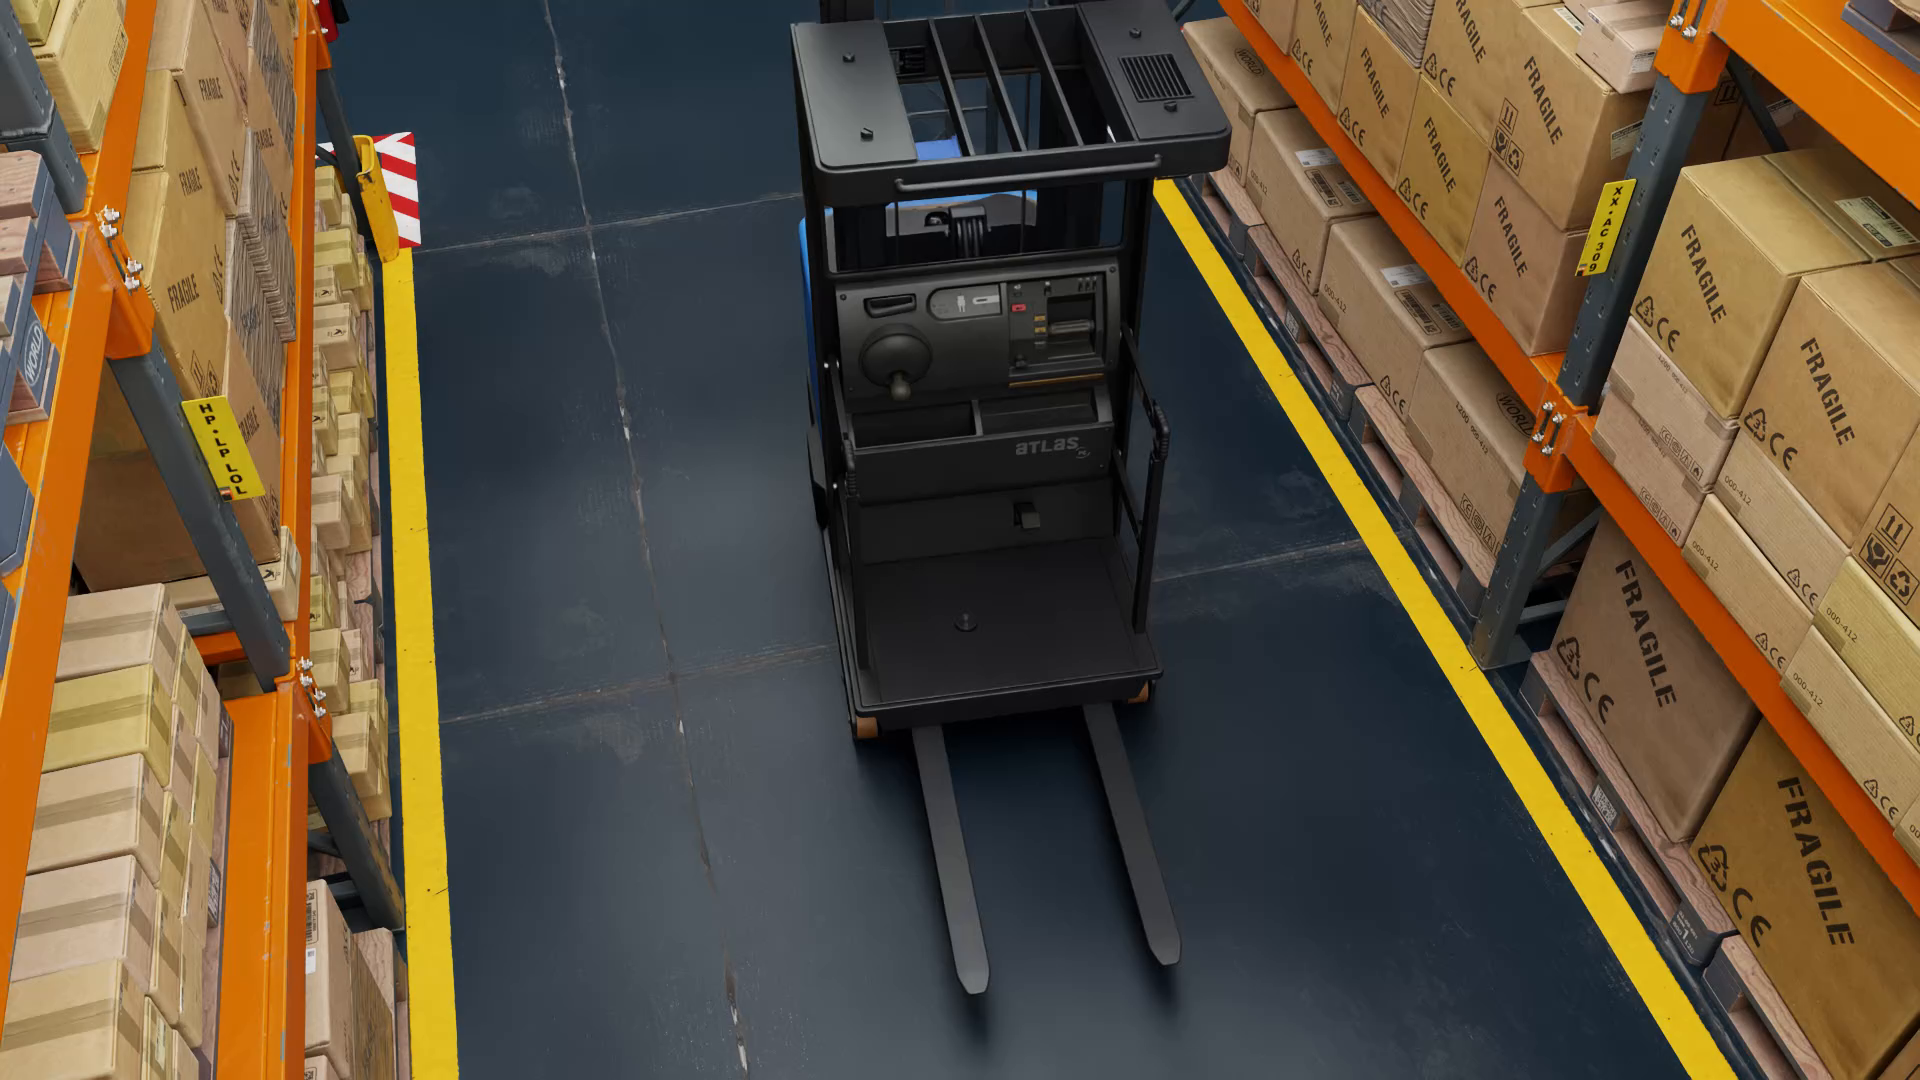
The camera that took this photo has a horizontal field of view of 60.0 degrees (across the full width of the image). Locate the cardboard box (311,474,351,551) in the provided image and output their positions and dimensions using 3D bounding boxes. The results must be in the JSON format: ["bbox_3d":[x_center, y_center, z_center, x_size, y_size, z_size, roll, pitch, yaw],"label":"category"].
[{"bbox_3d":[-2.417,-0.077,6.011,0.380,0.149,0.250,-10,46,-9],"label":"cardboard box"}]

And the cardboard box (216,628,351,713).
[{"bbox_3d":[-2.230,0.455,5.489,0.380,0.149,0.250,-9,46,-8],"label":"cardboard box"}]

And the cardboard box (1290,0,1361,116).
[{"bbox_3d":[1.666,-2.057,6.595,0.500,0.500,0.500,-9,46,-9],"label":"cardboard box"}]

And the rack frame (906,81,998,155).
[{"bbox_3d":[-0.103,-1.196,6.872,0.500,1.500,0.032,-7,46,-7],"label":"rack frame"}]

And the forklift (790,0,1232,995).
[{"bbox_3d":[0.103,-0.587,5.273,1.130,2.935,3.031,-7,46,-7],"label":"forklift"}]

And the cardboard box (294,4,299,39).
[{"bbox_3d":[-2.996,-2.211,6.992,0.380,0.149,0.250,-11,47,-10],"label":"cardboard box"}]

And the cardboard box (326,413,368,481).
[{"bbox_3d":[-2.517,-0.334,6.471,0.380,0.149,0.250,-10,46,-10],"label":"cardboard box"}]

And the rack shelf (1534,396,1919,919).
[{"bbox_3d":[2.943,0.947,4.225,1.077,0.370,4.000,-11,47,-10],"label":"rack shelf"}]

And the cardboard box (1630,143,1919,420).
[{"bbox_3d":[2.266,-0.714,4.579,0.500,0.500,0.500,-10,46,-10],"label":"cardboard box"}]

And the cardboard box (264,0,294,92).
[{"bbox_3d":[-2.862,-1.992,6.323,0.500,0.500,0.500,-11,47,-11],"label":"cardboard box"}]

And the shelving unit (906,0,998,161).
[{"bbox_3d":[-0.187,-1.554,7.223,0.538,1.500,1.048,-7,46,-7],"label":"shelving unit"}]

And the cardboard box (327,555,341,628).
[{"bbox_3d":[-2.427,0.221,5.927,0.380,0.149,0.250,-13,47,-12],"label":"cardboard box"}]

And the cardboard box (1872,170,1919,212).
[{"bbox_3d":[2.788,-0.808,4.671,0.500,0.500,0.500,-9,46,-9],"label":"cardboard box"}]

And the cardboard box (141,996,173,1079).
[{"bbox_3d":[-1.767,1.086,3.259,0.380,0.149,0.250,-13,47,-12],"label":"cardboard box"}]

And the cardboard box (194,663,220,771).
[{"bbox_3d":[-2.035,0.468,4.073,0.380,0.149,0.250,-12,47,-11],"label":"cardboard box"}]

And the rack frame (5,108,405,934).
[{"bbox_3d":[-2.328,0.289,4.366,1.000,3.000,0.127,-11,47,-10],"label":"rack frame"}]

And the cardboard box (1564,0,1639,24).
[{"bbox_3d":[2.082,-1.654,5.046,0.380,0.149,0.250,-10,46,-9],"label":"cardboard box"}]

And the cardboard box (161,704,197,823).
[{"bbox_3d":[-1.967,0.547,3.788,0.380,0.149,0.250,-10,46,-10],"label":"cardboard box"}]

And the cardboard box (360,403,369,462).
[{"bbox_3d":[-2.616,-0.414,6.757,0.380,0.149,0.250,-10,46,-10],"label":"cardboard box"}]

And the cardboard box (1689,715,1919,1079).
[{"bbox_3d":[2.906,0.947,4.915,0.875,0.875,0.875,-9,46,-9],"label":"cardboard box"}]

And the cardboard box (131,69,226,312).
[{"bbox_3d":[-2.356,-0.911,4.564,0.500,0.500,0.500,-12,47,-12],"label":"cardboard box"}]

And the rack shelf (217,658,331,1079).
[{"bbox_3d":[-1.816,1.922,3.270,1.077,0.370,4.000,-11,47,-10],"label":"rack shelf"}]

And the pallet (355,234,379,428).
[{"bbox_3d":[-3.159,-0.876,7.461,1.003,0.211,1.213,-11,47,-10],"label":"pallet"}]

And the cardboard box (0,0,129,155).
[{"bbox_3d":[-2.192,-1.076,3.709,0.500,0.250,0.500,-9,46,-8],"label":"cardboard box"}]

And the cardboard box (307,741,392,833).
[{"bbox_3d":[-2.111,0.830,5.538,0.380,0.149,0.250,-13,47,-12],"label":"cardboard box"}]

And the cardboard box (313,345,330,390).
[{"bbox_3d":[-2.686,-0.603,6.526,0.380,0.149,0.250,-12,47,-12],"label":"cardboard box"}]

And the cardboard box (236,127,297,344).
[{"bbox_3d":[-2.439,-0.932,5.285,0.500,0.500,0.500,-12,47,-11],"label":"cardboard box"}]

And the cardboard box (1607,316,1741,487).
[{"bbox_3d":[2.271,-0.453,4.848,0.500,0.250,0.500,-12,47,-11],"label":"cardboard box"}]

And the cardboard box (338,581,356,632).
[{"bbox_3d":[-2.406,0.318,6.040,0.380,0.149,0.250,-12,47,-11],"label":"cardboard box"}]

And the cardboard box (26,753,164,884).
[{"bbox_3d":[-1.903,0.628,3.500,0.380,0.149,0.250,-12,47,-12],"label":"cardboard box"}]

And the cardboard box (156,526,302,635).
[{"bbox_3d":[-2.085,0.122,4.706,0.380,0.149,0.250,-9,46,-9],"label":"cardboard box"}]

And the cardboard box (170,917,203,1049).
[{"bbox_3d":[-1.842,0.993,3.558,0.380,0.149,0.250,-13,47,-12],"label":"cardboard box"}]

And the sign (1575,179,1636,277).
[{"bbox_3d":[1.895,-0.914,4.883,0.100,0.325,0.005,-11,47,-10],"label":"sign"}]

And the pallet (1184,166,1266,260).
[{"bbox_3d":[1.687,-1.933,8.497,1.003,0.211,1.213,-11,47,-10],"label":"pallet"}]

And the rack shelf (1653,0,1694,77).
[{"bbox_3d":[1.919,-2.864,5.860,1.077,0.370,4.000,-11,47,-10],"label":"rack shelf"}]

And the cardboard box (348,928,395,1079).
[{"bbox_3d":[-1.895,1.482,4.653,0.500,0.500,0.500,-12,47,-11],"label":"cardboard box"}]

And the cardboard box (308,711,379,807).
[{"bbox_3d":[-2.112,0.727,5.431,0.380,0.149,0.250,-9,46,-8],"label":"cardboard box"}]

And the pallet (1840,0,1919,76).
[{"bbox_3d":[2.713,-1.044,3.707,0.805,0.209,1.217,-12,47,-12],"label":"pallet"}]

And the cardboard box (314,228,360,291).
[{"bbox_3d":[-2.774,-1.171,7.083,0.380,0.149,0.250,-12,47,-11],"label":"cardboard box"}]

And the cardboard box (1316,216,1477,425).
[{"bbox_3d":[2.144,-1.007,7.136,0.875,0.438,0.875,-12,47,-11],"label":"cardboard box"}]

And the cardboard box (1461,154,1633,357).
[{"bbox_3d":[2.065,-0.994,5.554,0.500,0.500,0.500,-10,46,-10],"label":"cardboard box"}]

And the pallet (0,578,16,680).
[{"bbox_3d":[-2.005,0.467,2.224,1.213,0.211,1.003,-11,47,-10],"label":"pallet"}]

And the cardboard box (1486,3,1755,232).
[{"bbox_3d":[2.043,-1.346,5.198,0.500,0.500,0.500,-11,47,-11],"label":"cardboard box"}]

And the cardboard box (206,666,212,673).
[{"bbox_3d":[-2.824,0.362,5.997,0.380,0.149,0.250,-12,47,-11],"label":"cardboard box"}]

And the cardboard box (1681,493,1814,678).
[{"bbox_3d":[2.422,0.076,4.680,0.500,0.250,0.500,-12,47,-11],"label":"cardboard box"}]

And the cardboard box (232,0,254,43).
[{"bbox_3d":[-2.723,-1.984,5.615,0.500,0.500,0.500,-9,46,-8],"label":"cardboard box"}]

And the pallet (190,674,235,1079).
[{"bbox_3d":[-2.273,0.911,3.891,1.003,0.211,1.213,-11,47,-10],"label":"pallet"}]

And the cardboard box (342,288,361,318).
[{"bbox_3d":[-2.807,-1.055,7.177,0.380,0.149,0.250,-12,47,-12],"label":"cardboard box"}]
